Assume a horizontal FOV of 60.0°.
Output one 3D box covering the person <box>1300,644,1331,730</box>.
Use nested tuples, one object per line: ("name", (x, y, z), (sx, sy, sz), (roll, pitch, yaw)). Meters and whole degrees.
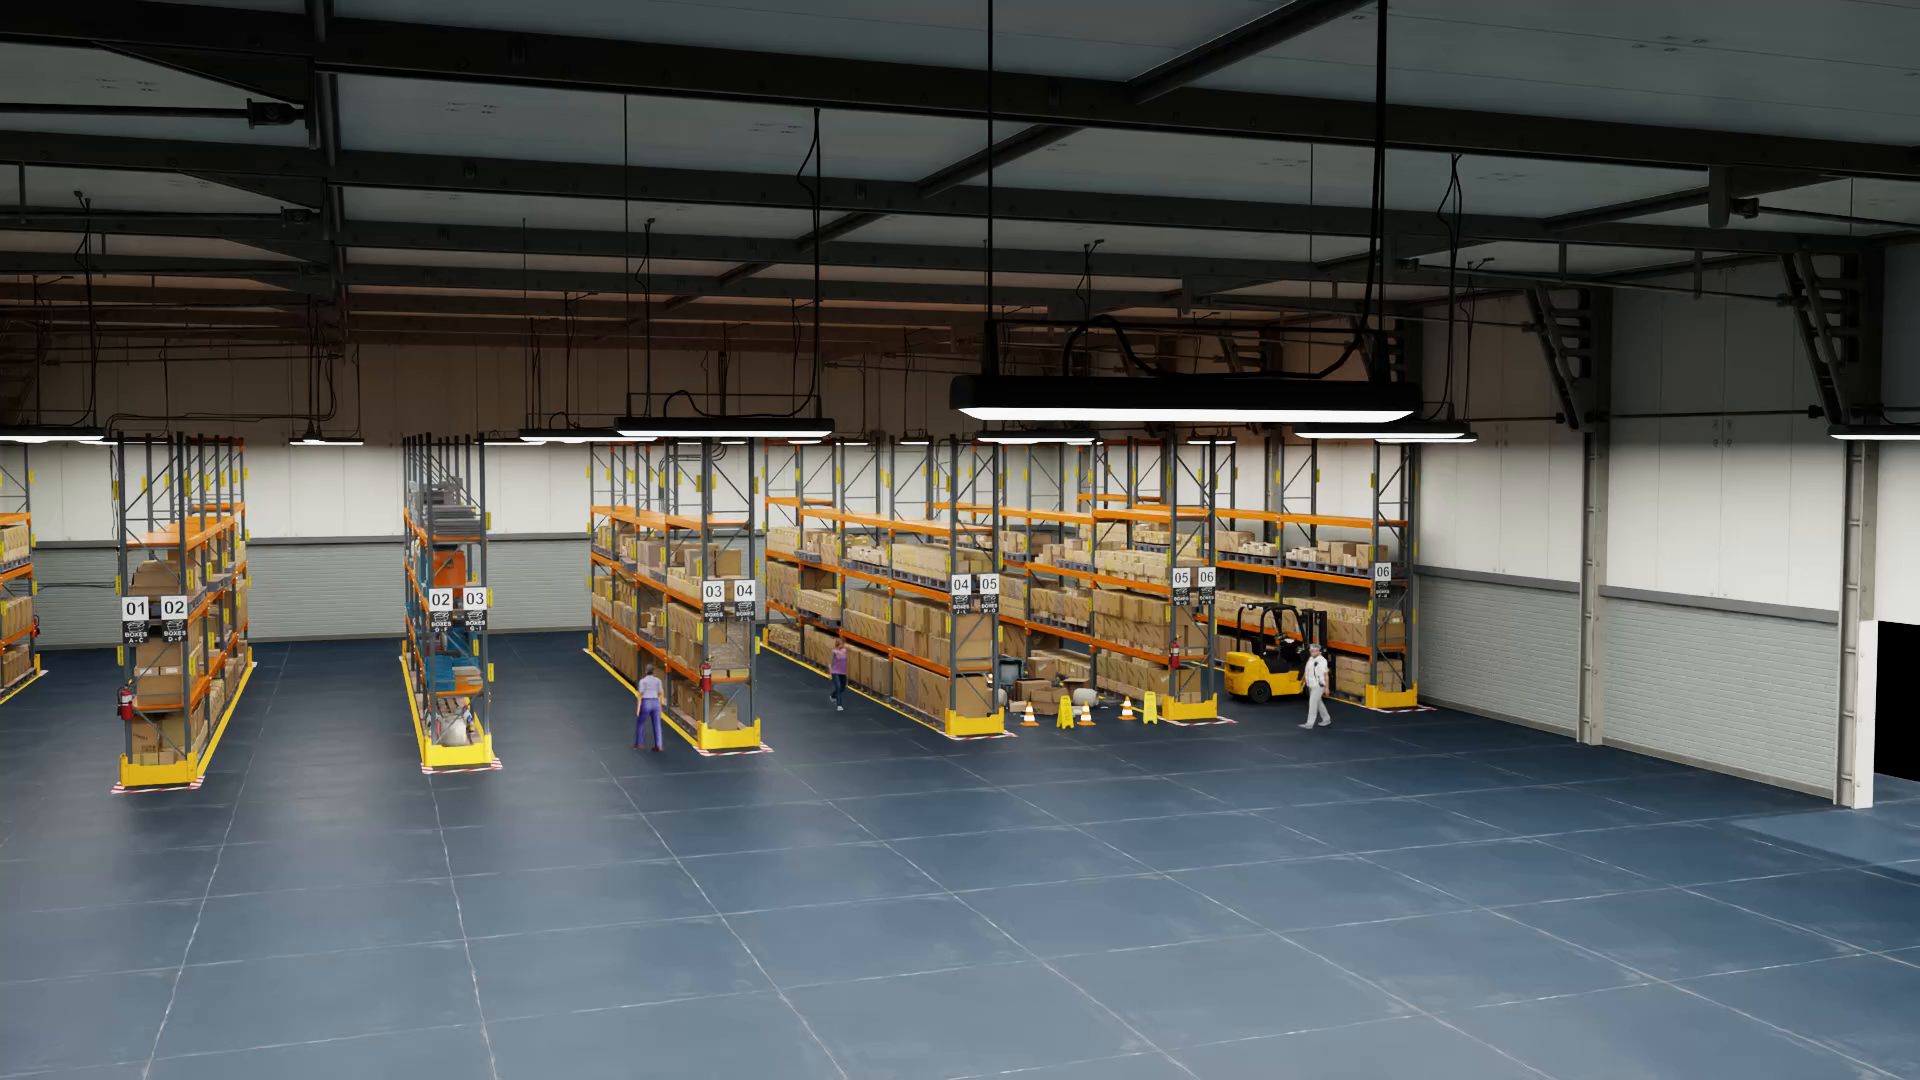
("person", (7.252, 2.982, 33.980), (0.882, 1.727, 0.544), (-1, 3, -18))

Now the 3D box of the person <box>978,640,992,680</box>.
("person", (0.677, 2.653, 40.811), (0.479, 1.708, 0.604), (-2, 4, -30))

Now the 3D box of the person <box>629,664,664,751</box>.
("person", (-5.891, 3.181, 31.466), (0.574, 1.630, 0.794), (-2, 4, -27))

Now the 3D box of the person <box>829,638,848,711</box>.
("person", (-2.666, 2.916, 36.405), (0.454, 1.557, 0.840), (-2, 4, -35))
